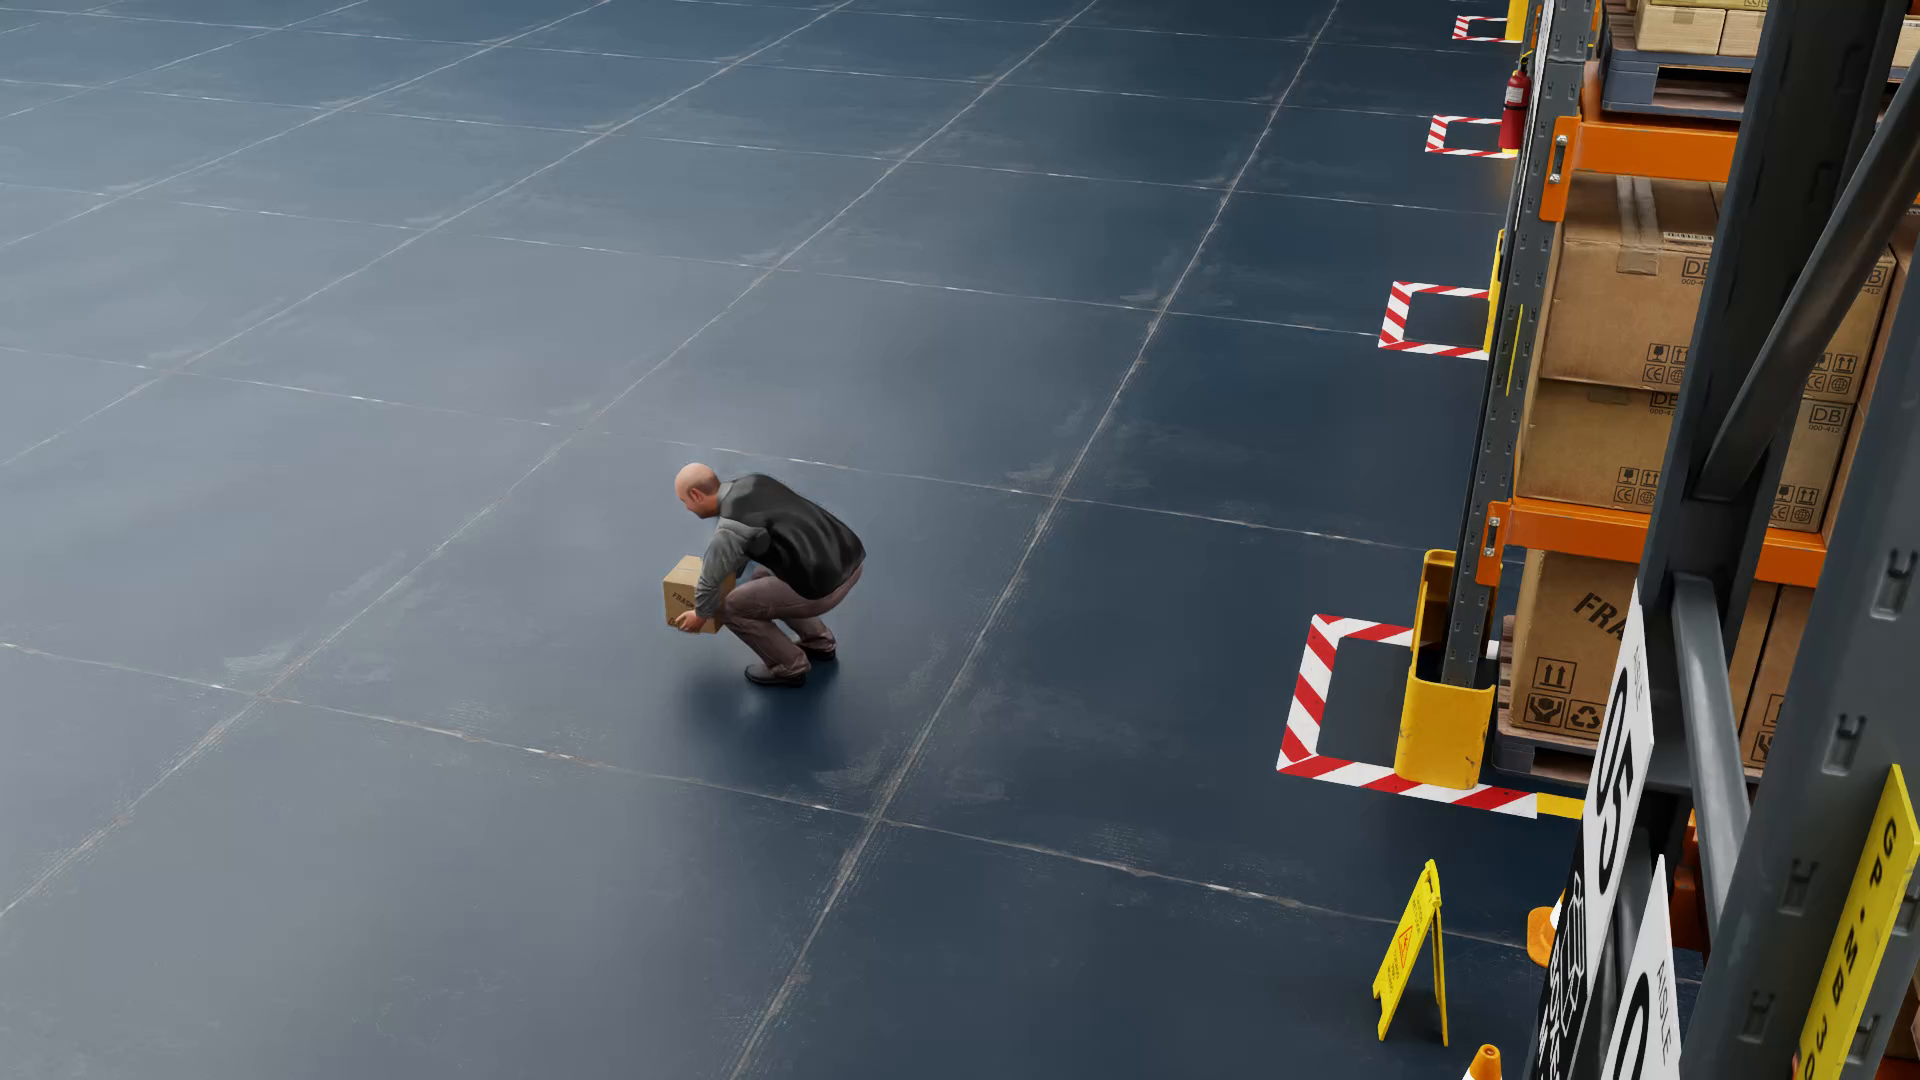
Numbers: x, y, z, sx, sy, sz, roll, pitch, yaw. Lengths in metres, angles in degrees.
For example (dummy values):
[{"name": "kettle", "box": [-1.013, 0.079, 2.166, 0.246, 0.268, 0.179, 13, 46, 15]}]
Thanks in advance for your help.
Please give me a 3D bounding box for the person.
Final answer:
[{"name": "person", "box": [-0.873, 0.151, 7.584, 0.846, 1.043, 0.553, 8, 30, 15]}]
